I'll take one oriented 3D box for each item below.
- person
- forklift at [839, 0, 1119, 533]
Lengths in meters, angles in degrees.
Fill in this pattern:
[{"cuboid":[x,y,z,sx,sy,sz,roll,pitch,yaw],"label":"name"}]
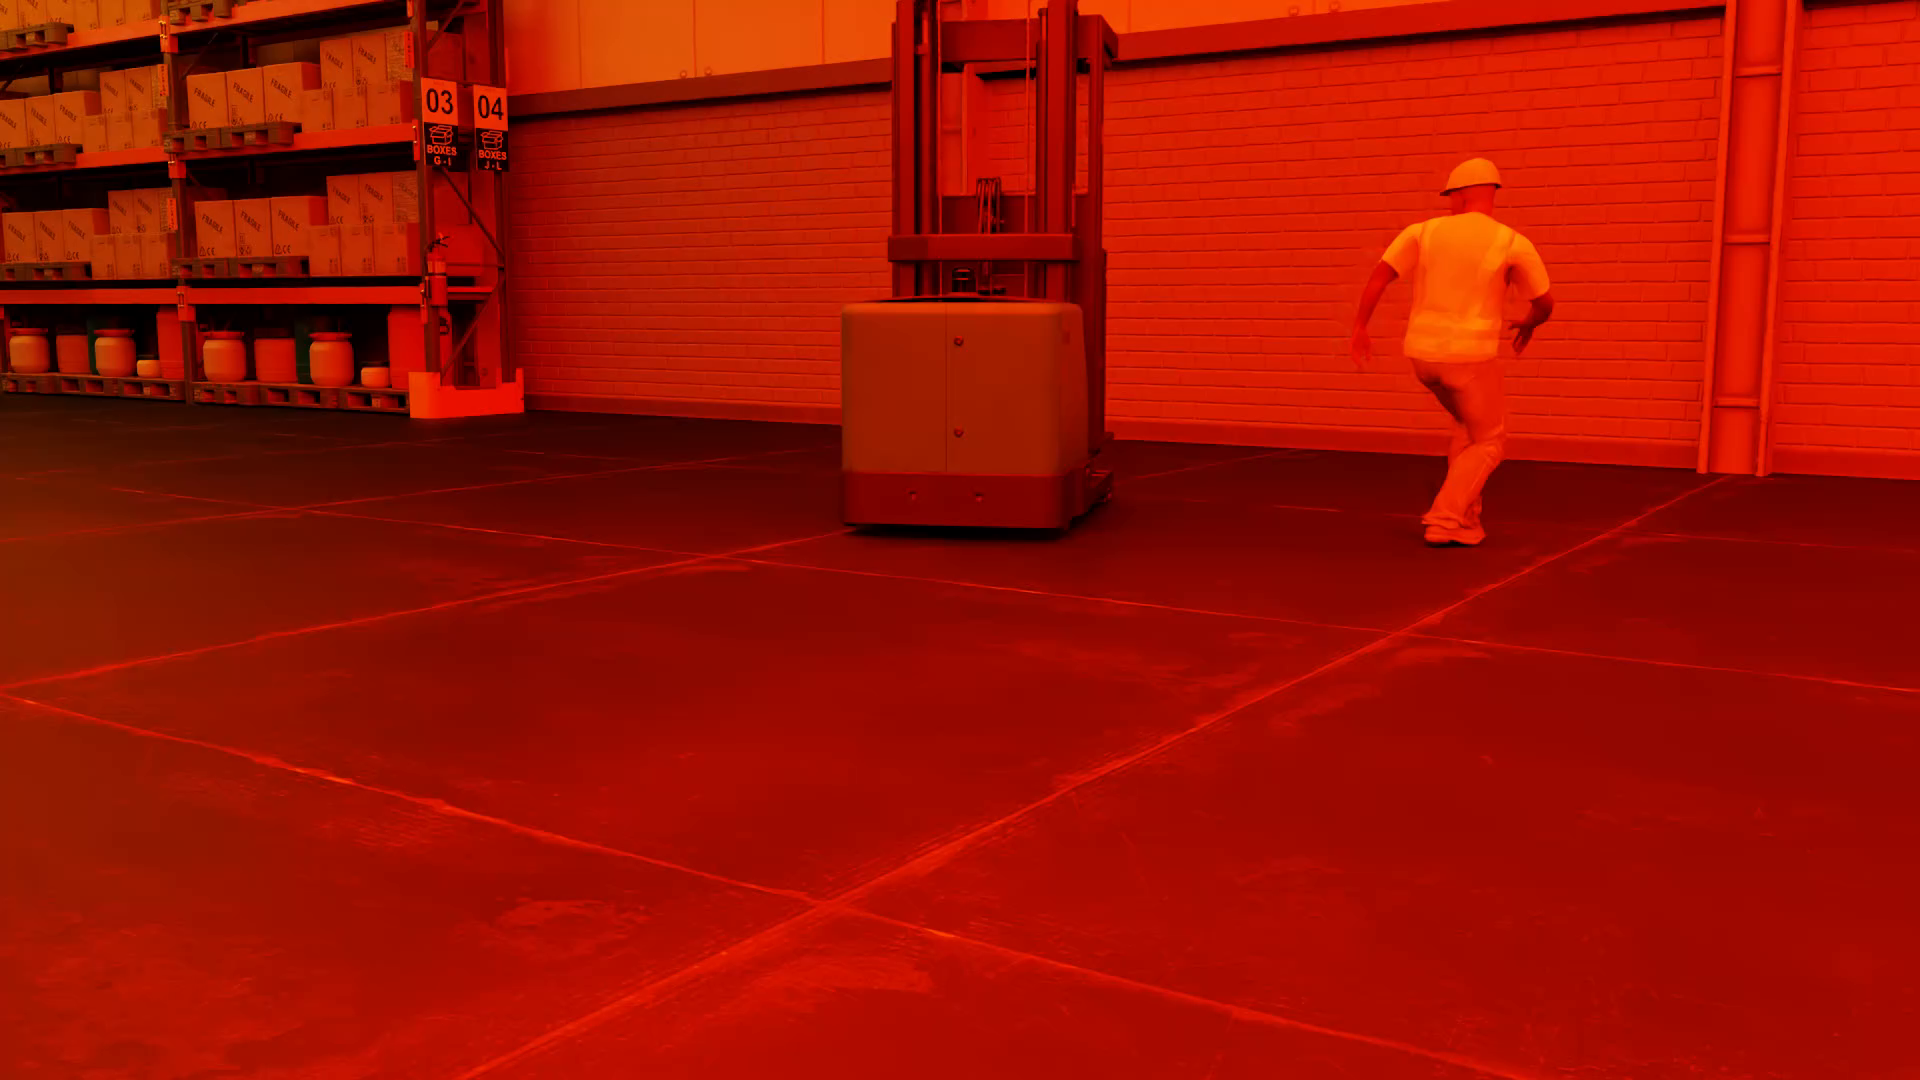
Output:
[{"cuboid":[2.225,-0.797,7.385,0.818,1.763,0.657,-6,10,-35],"label":"person"},{"cuboid":[0.239,-1.653,8.814,1.130,2.935,3.031,2,8,11],"label":"forklift"}]
